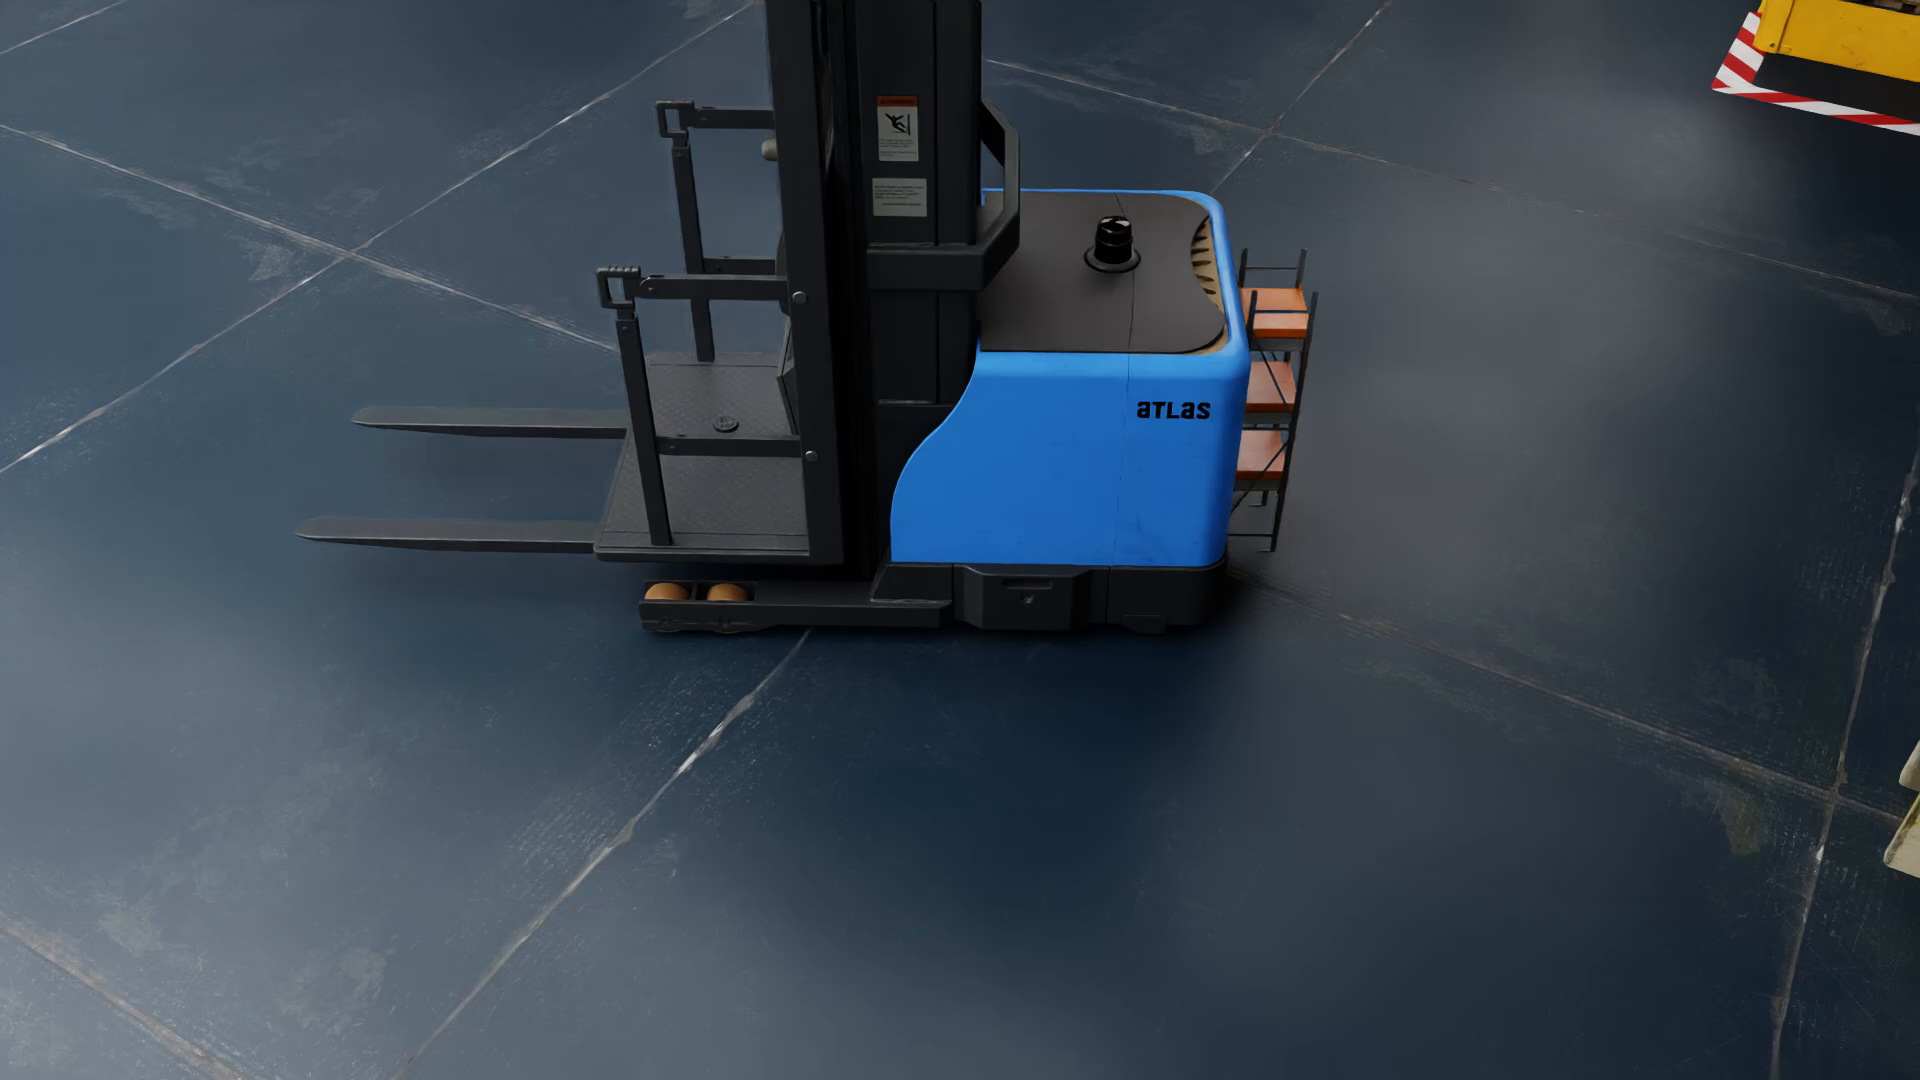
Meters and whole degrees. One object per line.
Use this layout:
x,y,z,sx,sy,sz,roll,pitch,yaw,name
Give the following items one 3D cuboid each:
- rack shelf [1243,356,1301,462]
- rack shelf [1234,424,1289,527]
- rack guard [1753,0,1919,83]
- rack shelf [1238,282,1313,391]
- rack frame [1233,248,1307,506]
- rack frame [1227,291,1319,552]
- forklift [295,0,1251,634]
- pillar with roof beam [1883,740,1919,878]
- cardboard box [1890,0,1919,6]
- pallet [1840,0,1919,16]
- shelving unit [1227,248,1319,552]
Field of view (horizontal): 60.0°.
0.982,-0.428,5.458,0.215,0.259,0.240,0,41,1,rack shelf
0.982,-0.219,5.641,0.215,0.259,0.240,0,41,1,rack shelf
4.708,-2.652,8.383,1.175,0.500,0.348,21,45,22,rack guard
0.982,-0.641,5.270,0.215,0.259,0.240,0,41,1,rack shelf
0.983,-0.517,5.542,0.200,1.050,0.008,0,41,1,rack frame
0.980,-0.355,5.359,0.200,1.050,0.008,0,41,1,rack frame
-0.654,-1.144,4.832,3.031,2.935,1.130,1,41,1,forklift
-0.881,-3.946,3.422,9.100,9.000,0.400,21,45,22,pillar with roof beam
5.135,-2.946,8.588,0.500,0.250,0.500,21,46,22,cardboard box
5.066,-3.009,9.007,1.003,0.211,1.213,21,45,22,pallet
0.982,-0.436,5.451,0.215,1.050,0.252,0,41,1,shelving unit
